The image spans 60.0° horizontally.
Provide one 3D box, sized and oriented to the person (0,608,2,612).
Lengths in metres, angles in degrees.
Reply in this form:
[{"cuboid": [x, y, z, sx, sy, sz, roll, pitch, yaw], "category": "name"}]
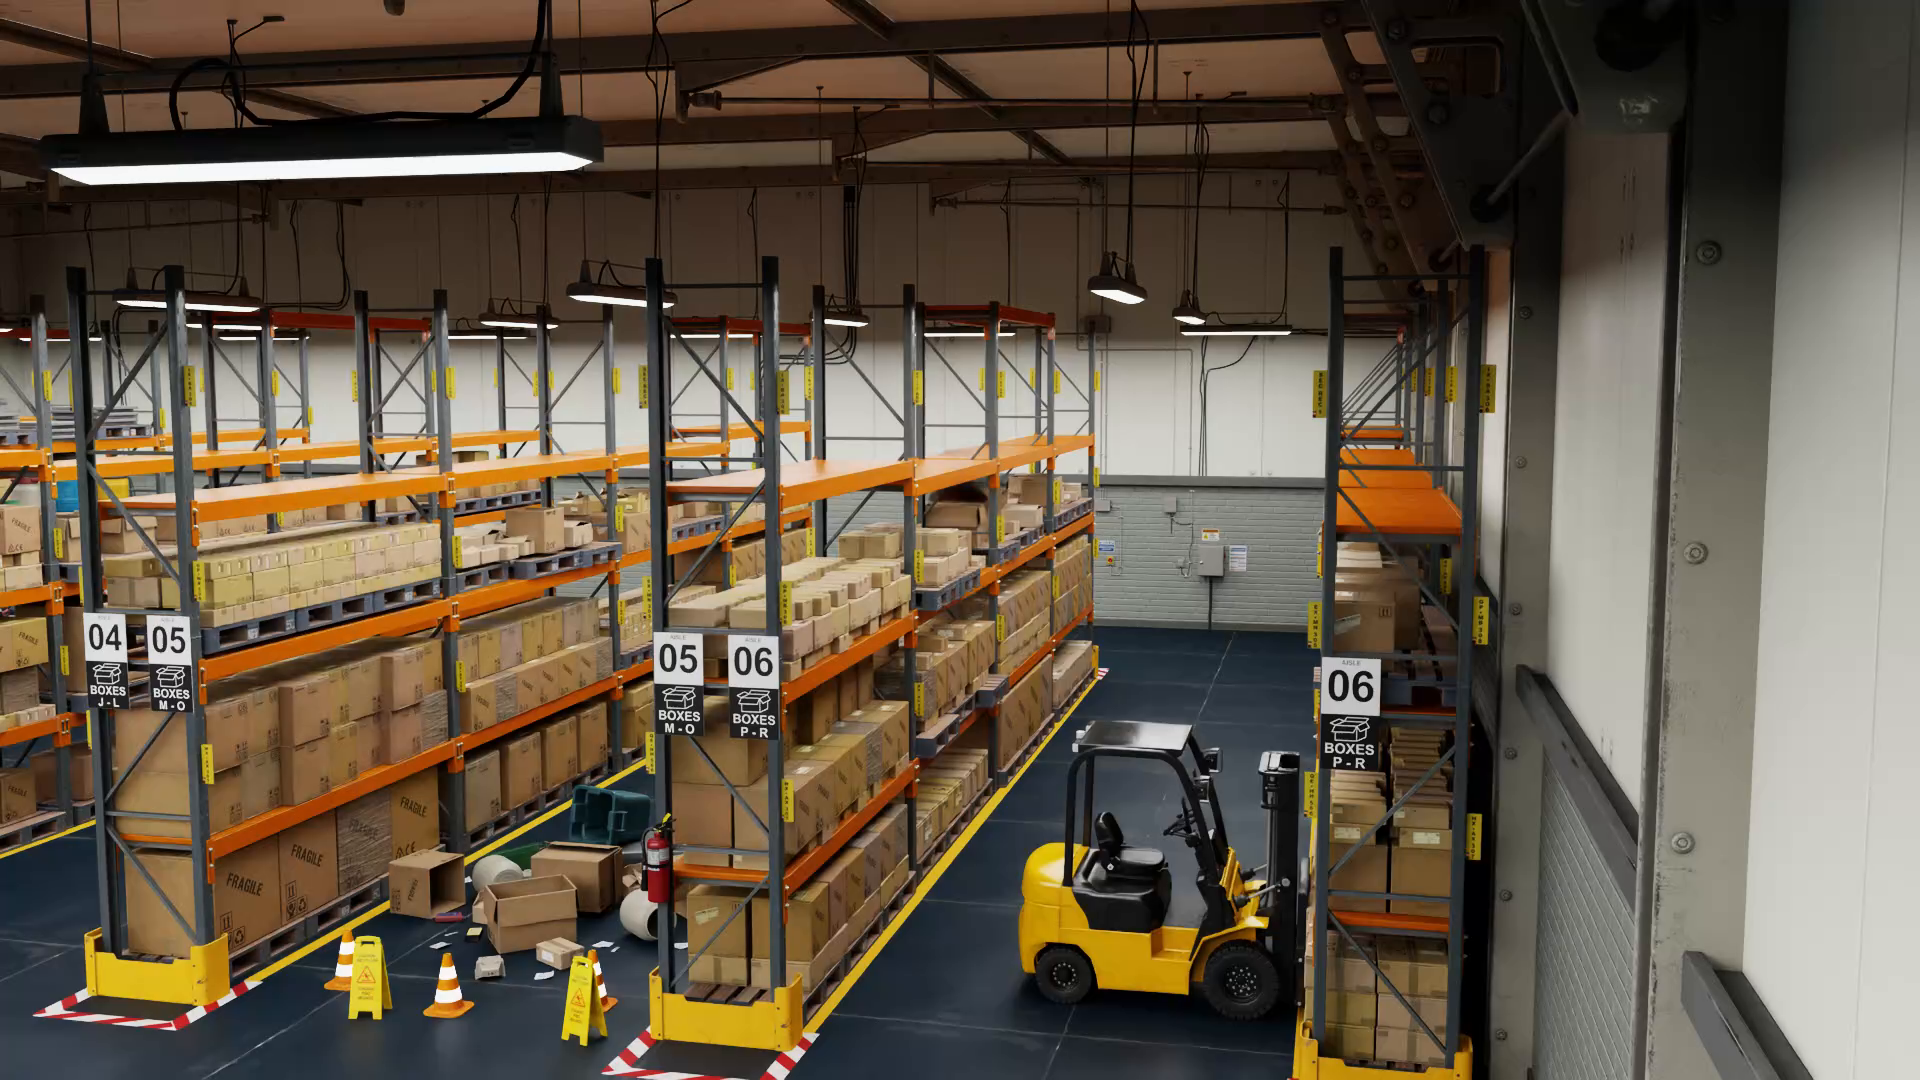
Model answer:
[{"cuboid": [-15.636, 1.572, 26.769, 0.488, 1.775, 0.564, 0, 6, 0], "category": "person"}]
